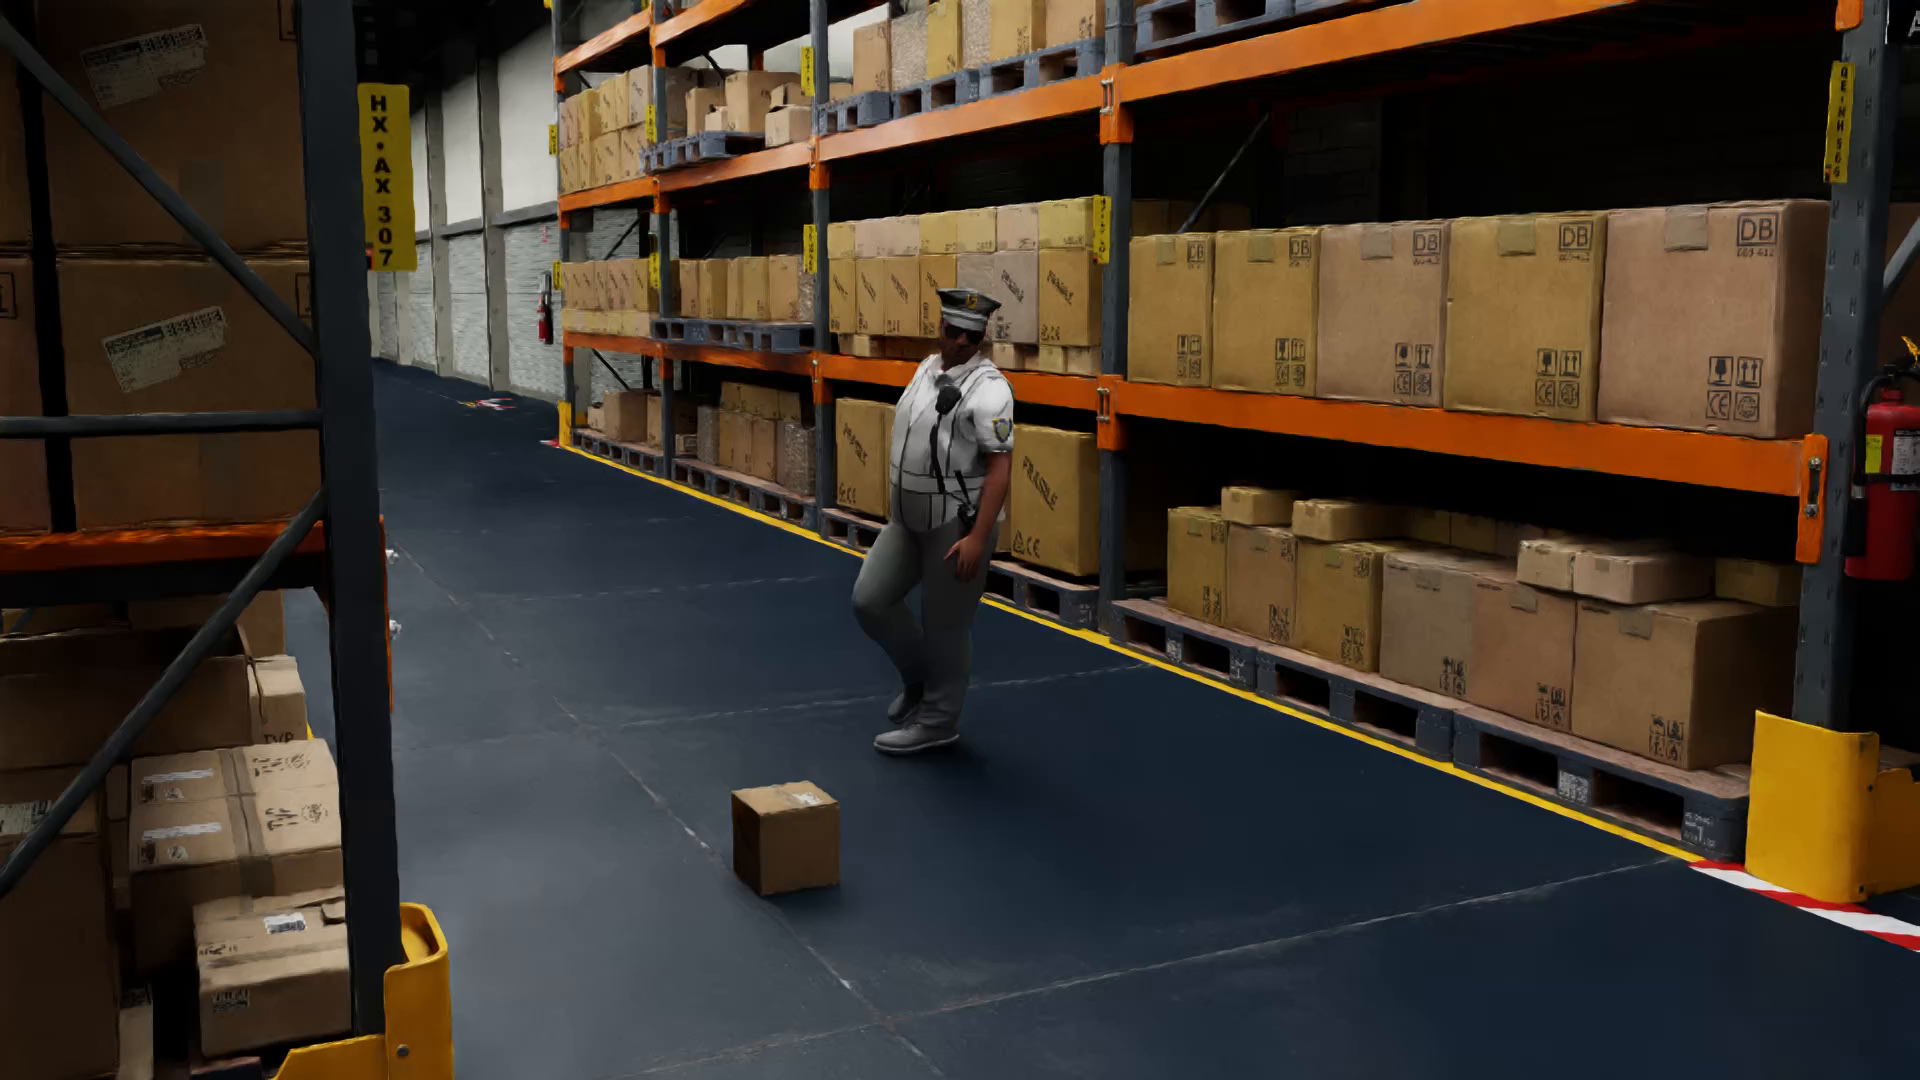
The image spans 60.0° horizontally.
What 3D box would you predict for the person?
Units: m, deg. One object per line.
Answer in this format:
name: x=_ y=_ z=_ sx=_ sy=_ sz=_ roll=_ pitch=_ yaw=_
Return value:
person: x=-0.119 y=-0.053 z=6.156 sx=0.471 sy=1.742 sz=0.747 roll=-6 pitch=10 yaw=-33
